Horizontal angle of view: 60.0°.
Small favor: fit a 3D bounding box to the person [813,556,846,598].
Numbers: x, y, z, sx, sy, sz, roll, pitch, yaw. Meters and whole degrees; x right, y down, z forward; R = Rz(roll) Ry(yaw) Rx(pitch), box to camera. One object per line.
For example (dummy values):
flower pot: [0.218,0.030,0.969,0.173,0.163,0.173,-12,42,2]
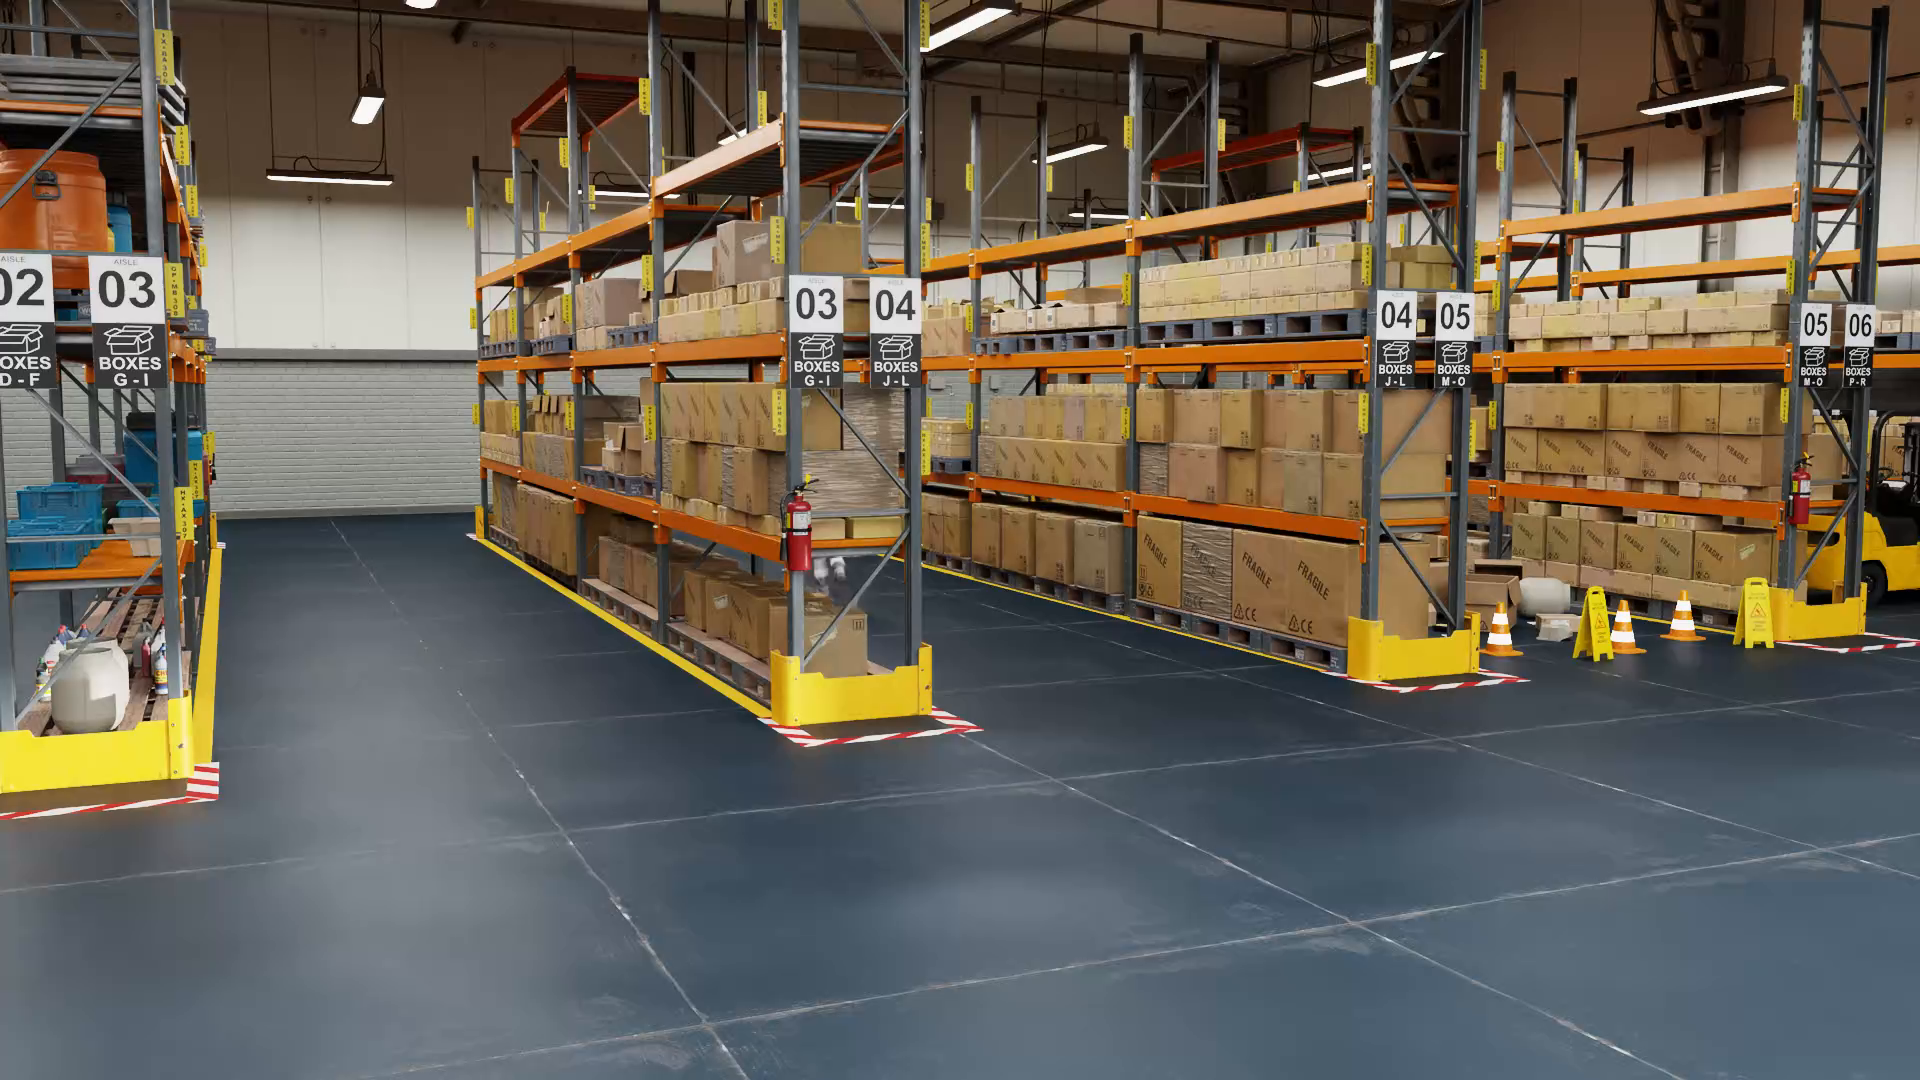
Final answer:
person: [-1.447,-0.190,18.581,0.659,1.769,0.655,-2,6,-19]
